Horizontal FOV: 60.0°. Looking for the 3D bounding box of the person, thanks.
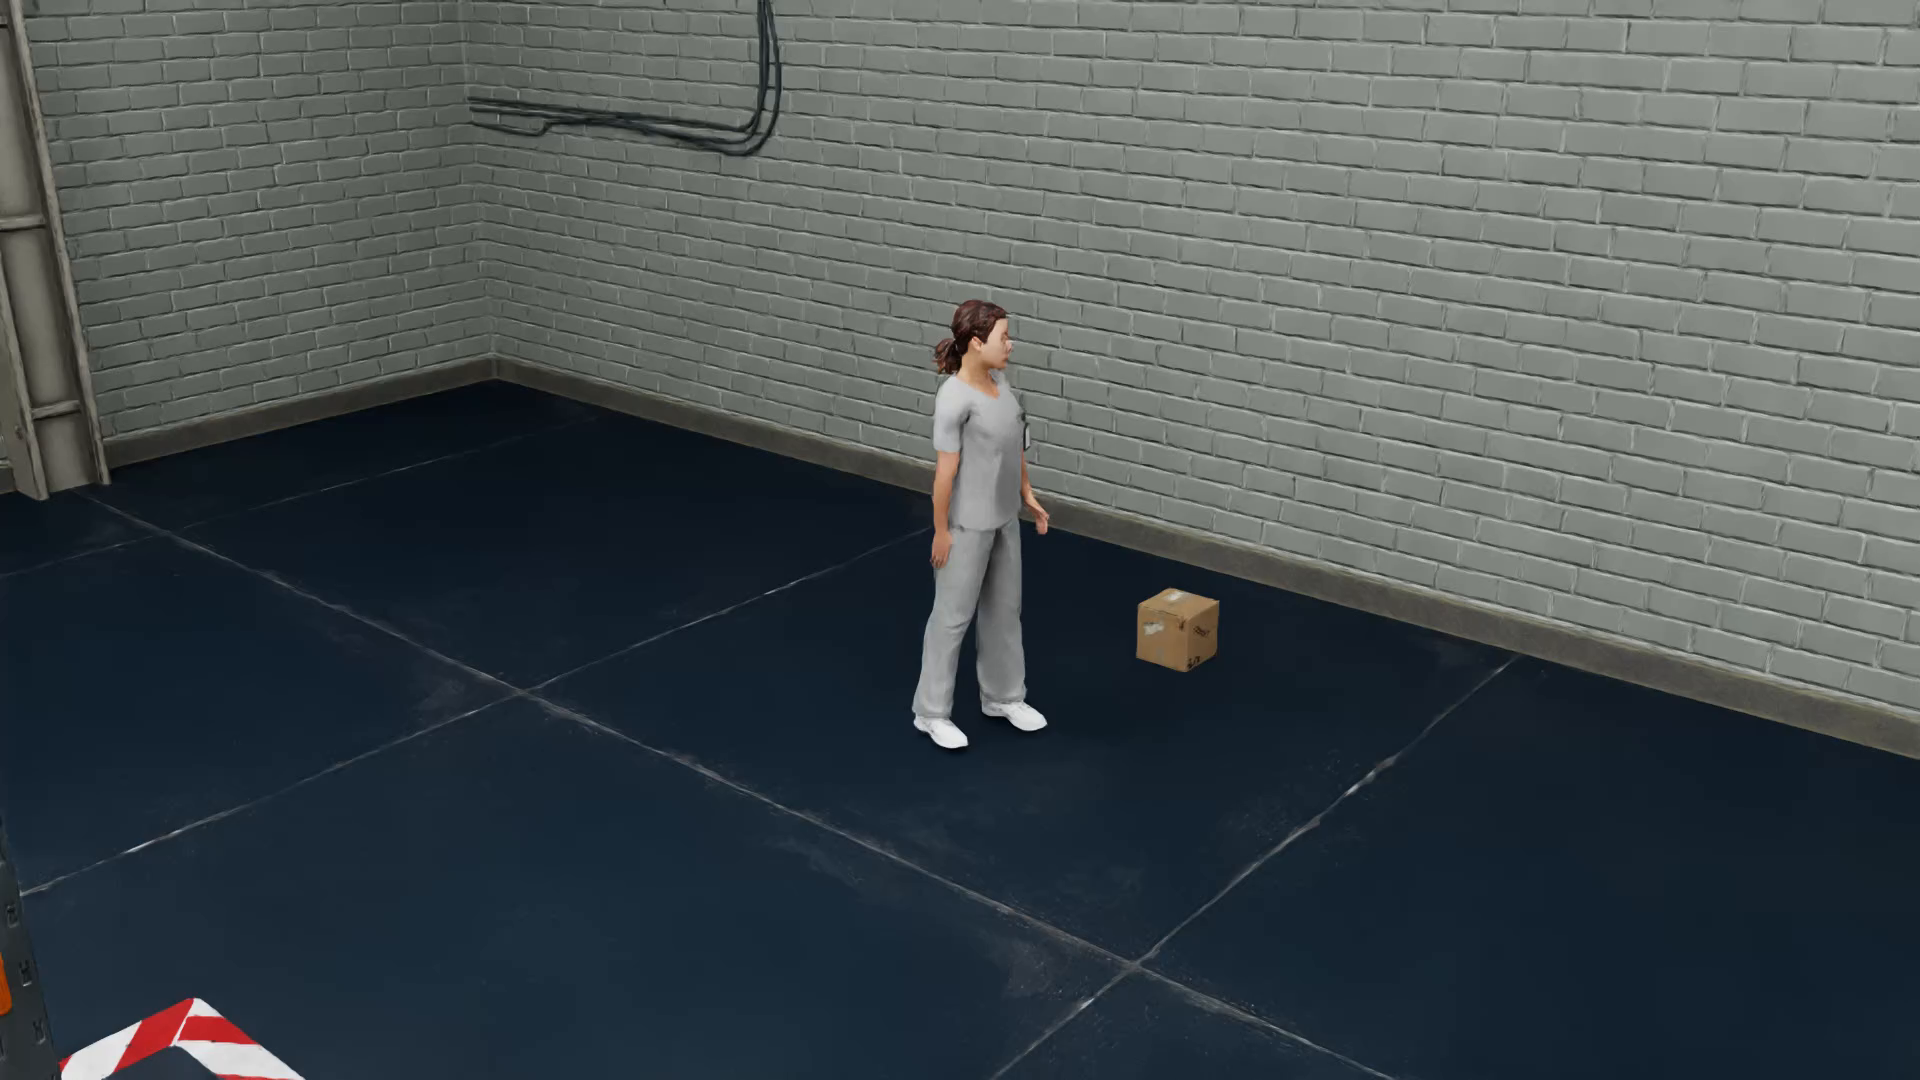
[{"bbox_3d":[0.095,-0.059,6.200,0.468,1.664,0.525,12,23,29],"label":"person"}]
